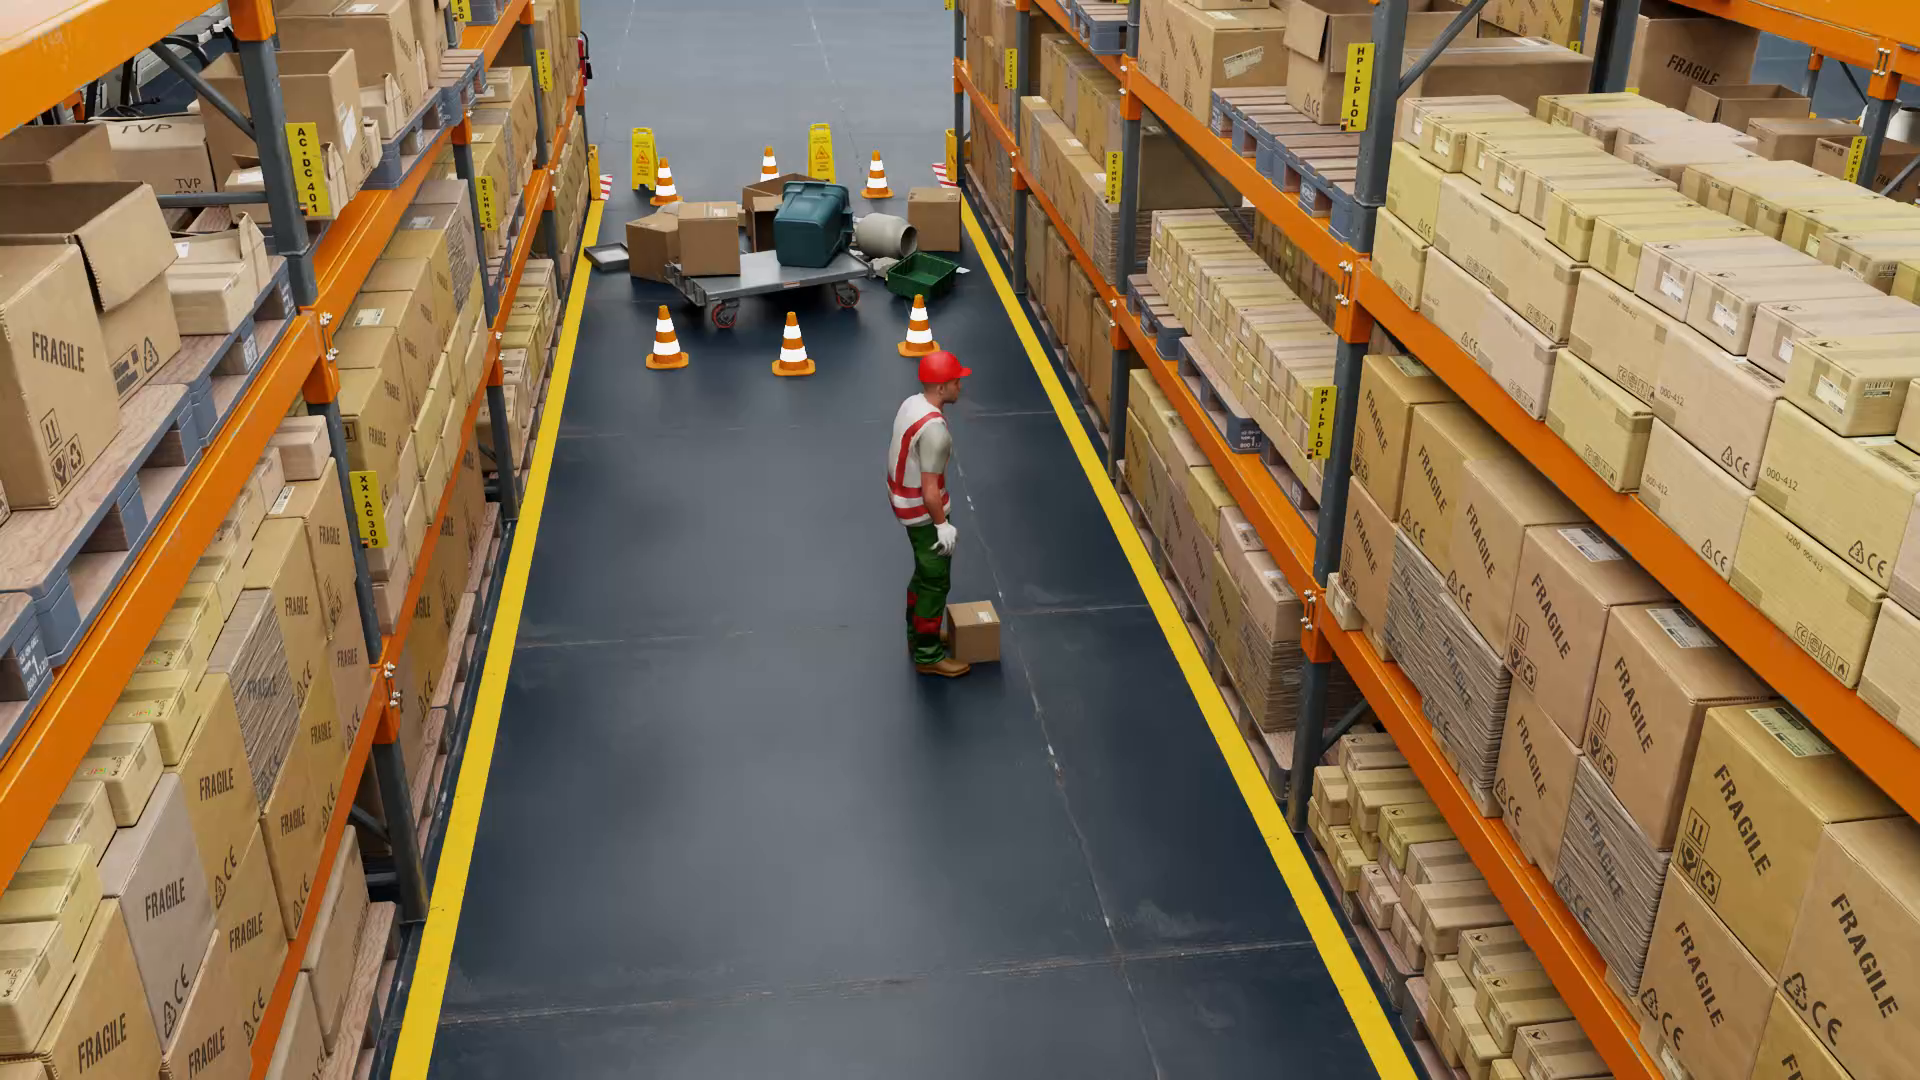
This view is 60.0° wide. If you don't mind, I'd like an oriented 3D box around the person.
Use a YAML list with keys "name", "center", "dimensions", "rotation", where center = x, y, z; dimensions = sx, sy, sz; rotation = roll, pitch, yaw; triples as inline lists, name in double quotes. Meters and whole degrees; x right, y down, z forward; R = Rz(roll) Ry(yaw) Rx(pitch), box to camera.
- name: "person"
  center: [-0.154, -0.158, 8.911]
  dimensions: [0.447, 1.780, 0.620]
  rotation: [-5, 27, -10]
